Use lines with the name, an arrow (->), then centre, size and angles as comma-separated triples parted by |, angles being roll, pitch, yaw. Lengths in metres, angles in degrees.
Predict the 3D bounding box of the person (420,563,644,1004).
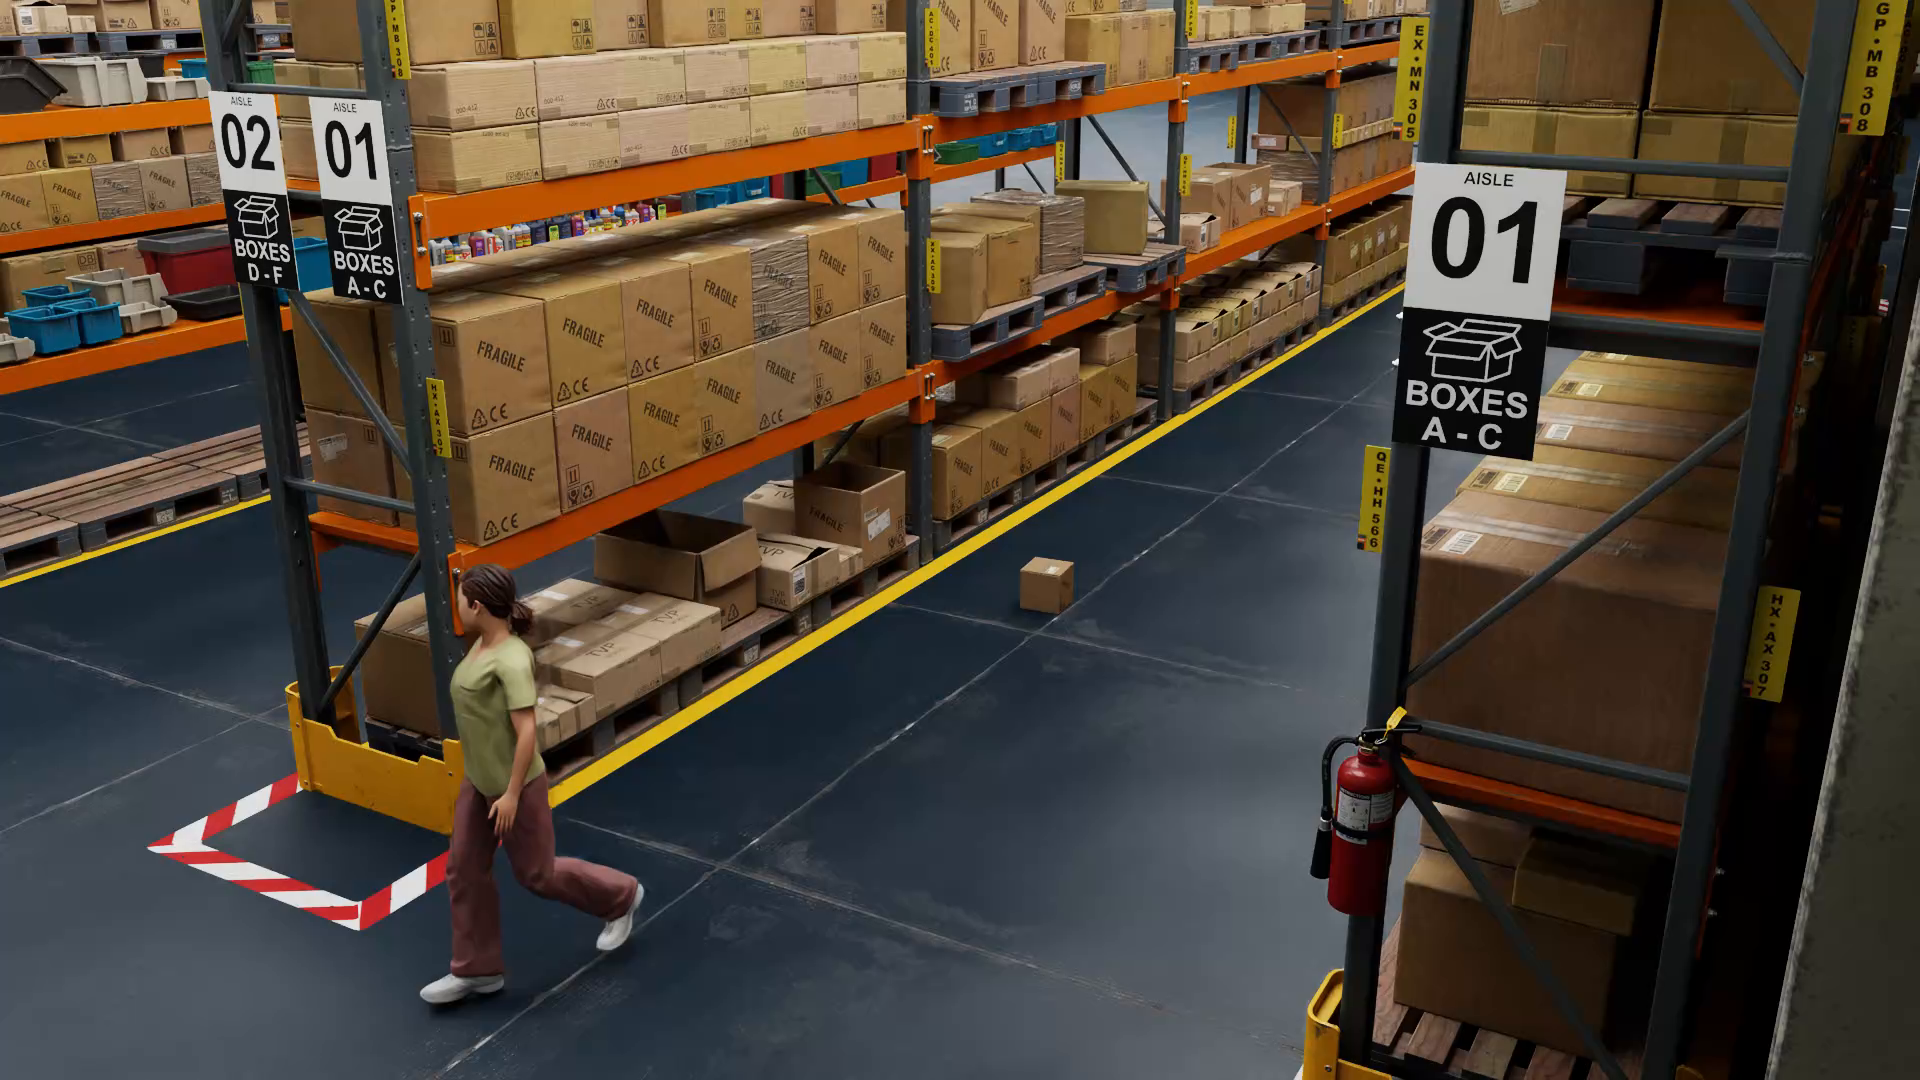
person -> -1.647, 0.886, 6.182 | 0.893, 1.633, 0.528 | -13, 23, -33
